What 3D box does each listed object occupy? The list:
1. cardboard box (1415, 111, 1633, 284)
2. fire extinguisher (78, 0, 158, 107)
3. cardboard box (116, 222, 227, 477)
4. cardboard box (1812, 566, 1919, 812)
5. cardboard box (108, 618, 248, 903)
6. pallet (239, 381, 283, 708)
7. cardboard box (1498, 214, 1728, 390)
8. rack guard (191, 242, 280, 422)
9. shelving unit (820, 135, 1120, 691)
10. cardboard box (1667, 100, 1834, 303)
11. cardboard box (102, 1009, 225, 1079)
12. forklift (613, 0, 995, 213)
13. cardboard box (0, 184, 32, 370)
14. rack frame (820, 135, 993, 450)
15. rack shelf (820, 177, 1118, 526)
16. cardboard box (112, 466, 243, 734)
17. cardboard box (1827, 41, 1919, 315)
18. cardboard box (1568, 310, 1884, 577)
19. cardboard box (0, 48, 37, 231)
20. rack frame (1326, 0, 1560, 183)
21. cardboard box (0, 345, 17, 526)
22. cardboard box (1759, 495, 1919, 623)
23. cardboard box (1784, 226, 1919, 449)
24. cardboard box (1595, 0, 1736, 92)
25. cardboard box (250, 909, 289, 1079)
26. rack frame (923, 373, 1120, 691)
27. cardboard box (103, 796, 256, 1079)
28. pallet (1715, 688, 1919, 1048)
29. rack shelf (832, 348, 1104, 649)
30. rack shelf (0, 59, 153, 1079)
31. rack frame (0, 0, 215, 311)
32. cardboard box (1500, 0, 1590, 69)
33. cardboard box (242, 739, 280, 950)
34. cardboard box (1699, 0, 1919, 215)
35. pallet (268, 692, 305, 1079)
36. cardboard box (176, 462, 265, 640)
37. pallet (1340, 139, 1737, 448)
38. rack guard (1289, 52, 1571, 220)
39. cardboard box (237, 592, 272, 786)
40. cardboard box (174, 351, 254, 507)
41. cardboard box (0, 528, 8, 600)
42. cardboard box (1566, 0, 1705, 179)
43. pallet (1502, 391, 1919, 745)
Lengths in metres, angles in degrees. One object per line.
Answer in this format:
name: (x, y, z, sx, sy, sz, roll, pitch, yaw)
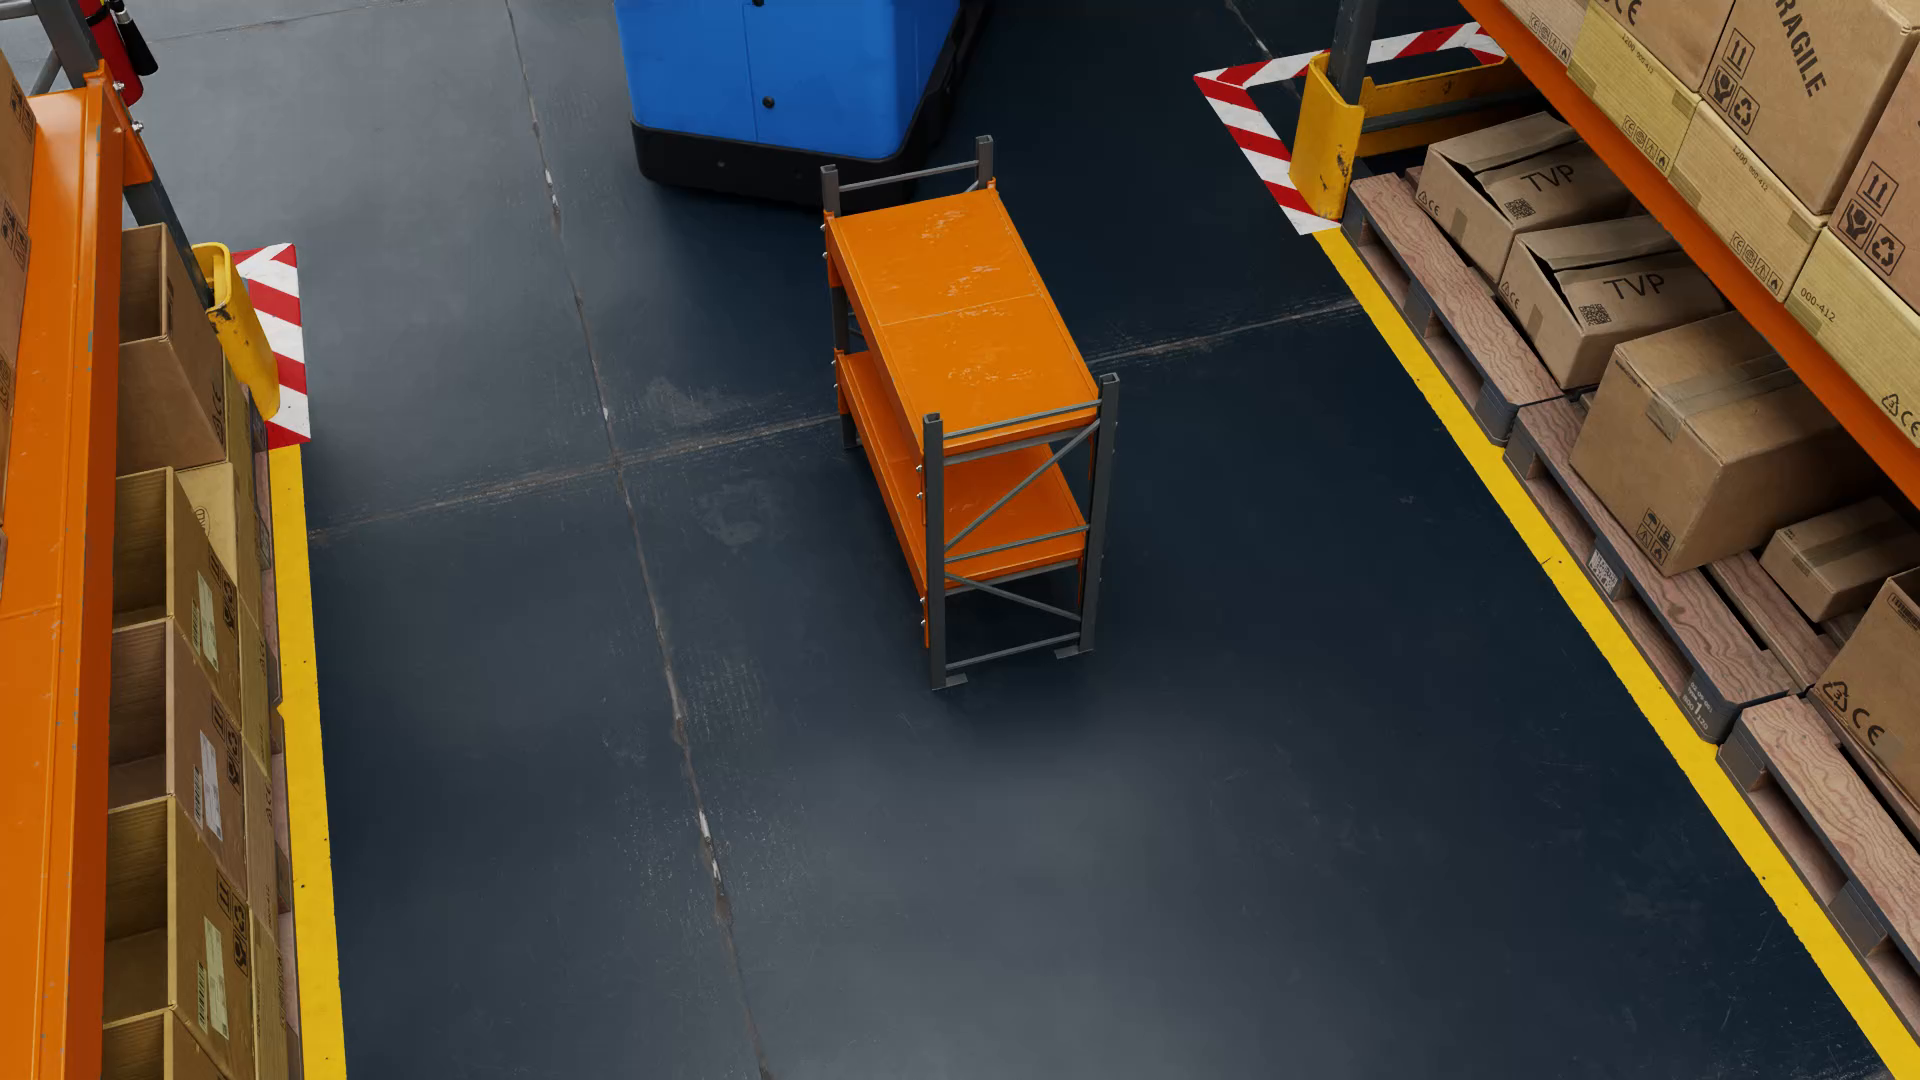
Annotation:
cardboard box: (1.962, -1.223, 5.790, 0.500, 0.311, 0.500, -19, 52, -15)
fire extinguisher: (-2.479, -1.517, 4.618, 0.296, 0.674, 0.183, -13, 51, -11)
cardboard box: (-2.445, -0.517, 4.758, 0.500, 0.500, 0.500, -13, 51, -11)
cardboard box: (2.681, 0.363, 4.330, 0.500, 0.500, 0.500, -17, 52, -14)
cardboard box: (-1.988, 0.575, 3.837, 0.500, 0.500, 0.500, -13, 51, -11)
pallet: (-2.621, 0.097, 5.030, 1.003, 0.211, 1.213, -13, 51, -11)
cardboard box: (2.131, -0.807, 5.439, 0.500, 0.311, 0.500, -10, 51, -8)
rack guard: (-2.895, -0.563, 5.398, 1.175, 0.500, 0.348, -13, 51, -11)
shelving unit: (0.002, -0.358, 4.816, 0.538, 1.125, 1.048, -13, 51, -11)
cardboard box: (2.144, -0.885, 4.119, 0.500, 0.250, 0.500, -13, 51, -11)
cardboard box: (-1.698, 1.307, 3.220, 0.500, 0.500, 0.500, -13, 51, -11)
forklift: (-0.395, -3.309, 6.122, 1.130, 2.935, 3.031, 10, 51, 8)
cardboard box: (-2.602, -0.657, 3.777, 0.700, 0.500, 0.500, -12, 51, -10)
rack frame: (-0.148, -0.729, 5.129, 0.500, 1.125, 0.032, -13, 51, -11)
rack shelf: (0.002, -0.546, 4.592, 0.538, 0.278, 1.000, -13, 51, -11)
cardboard box: (-2.135, 0.210, 4.145, 0.500, 0.500, 0.500, -13, 51, -11)
cardboard box: (2.299, -0.761, 3.524, 0.500, 0.500, 0.500, -15, 51, -12)
cardboard box: (2.300, -0.321, 4.906, 0.700, 0.500, 0.500, -16, 52, -13)
cardboard box: (-2.762, -1.039, 4.099, 0.700, 0.500, 0.500, -13, 51, -11)
rack frame: (1.843, -2.474, 5.374, 1.000, 3.000, 0.127, -13, 51, -11)
cardboard box: (-2.461, -0.293, 3.470, 0.700, 0.500, 0.500, -13, 51, -11)
cardboard box: (2.572, 0.052, 4.821, 0.380, 0.149, 0.250, -17, 52, -14)
cardboard box: (2.294, -0.517, 3.809, 0.500, 0.250, 0.500, -14, 51, -11)
cardboard box: (1.981, -1.515, 4.160, 0.500, 0.500, 0.500, -15, 51, -12)
cardboard box: (-1.838, 1.181, 3.816, 0.500, 0.250, 0.500, -13, 51, -11)
rack frame: (0.152, 0.014, 4.503, 0.500, 1.125, 0.032, -13, 51, -11)
cardboard box: (-1.839, 0.940, 3.529, 0.500, 0.500, 0.500, -13, 51, -11)
pallet: (2.794, 0.864, 4.384, 1.003, 0.211, 1.213, -13, 51, -11)
rack shelf: (0.002, -0.200, 5.003, 0.538, 0.278, 1.000, -13, 51, -11)
rack shelf: (-2.296, 0.342, 3.471, 1.077, 0.370, 4.000, -13, 51, -11)
rack frame: (-2.888, -1.351, 4.427, 1.000, 3.000, 0.127, -13, 51, -11)
cardboard box: (1.852, -1.628, 4.745, 0.500, 0.250, 0.500, -15, 51, -12)
cardboard box: (-1.992, 0.818, 4.123, 0.500, 0.250, 0.500, -13, 51, -11)
cardboard box: (2.145, -1.141, 3.844, 0.500, 0.500, 0.500, -12, 51, -10)
pallet: (-2.264, 0.986, 4.280, 1.003, 0.211, 1.213, -13, 51, -11)
cardboard box: (-2.287, 0.087, 4.738, 0.500, 0.250, 0.500, -13, 51, -11)
pallet: (2.072, -0.918, 5.886, 1.003, 0.211, 1.213, -13, 51, -11)
rack guard: (1.866, -1.613, 6.283, 1.175, 0.500, 0.348, -13, 51, -11)
cardboard box: (-2.138, 0.452, 4.431, 0.500, 0.250, 0.500, -13, 51, -11)
cardboard box: (-2.447, -0.275, 5.044, 0.500, 0.250, 0.500, -13, 51, -11)
cardboard box: (-2.301, 0.091, 3.146, 0.700, 0.500, 0.500, -12, 51, -10)
cardboard box: (1.997, -1.254, 4.431, 0.500, 0.250, 0.500, -14, 51, -12)
pallet: (2.429, -0.029, 5.136, 1.003, 0.211, 1.213, -13, 51, -11)
